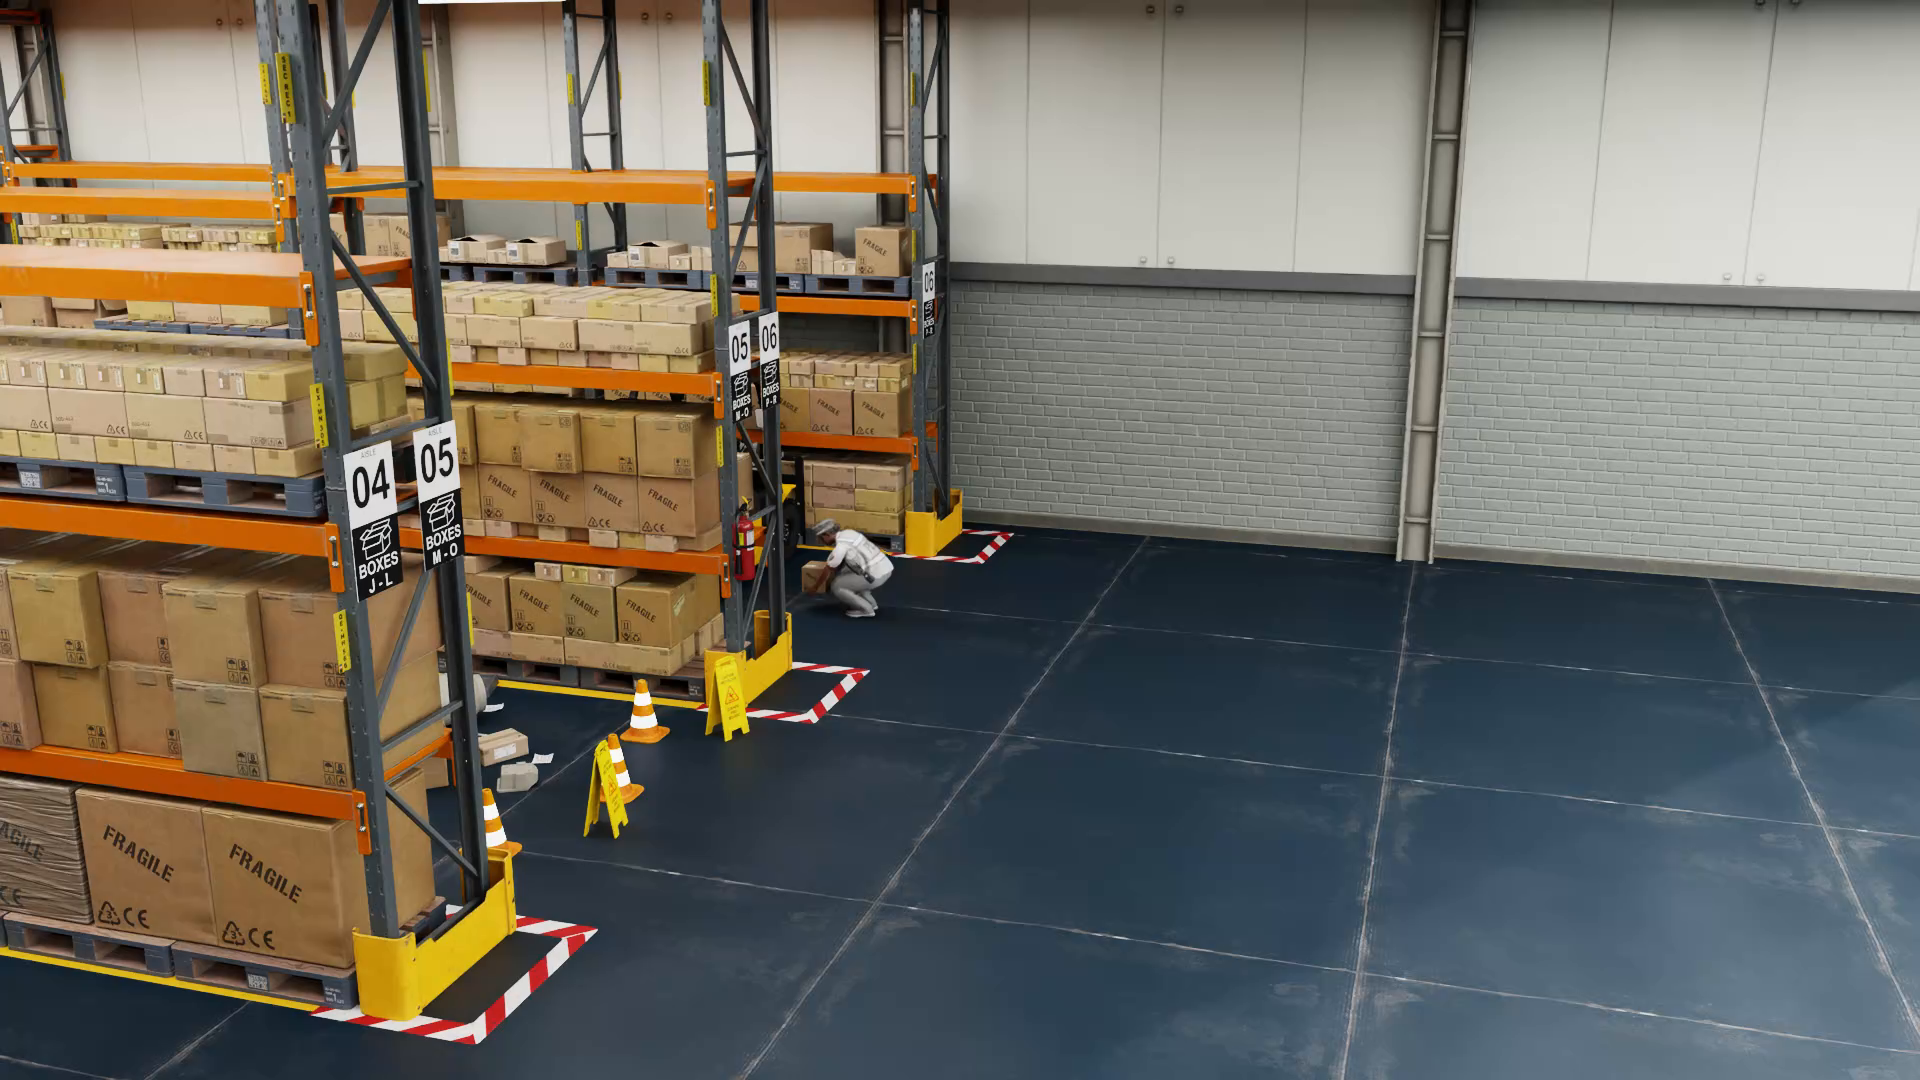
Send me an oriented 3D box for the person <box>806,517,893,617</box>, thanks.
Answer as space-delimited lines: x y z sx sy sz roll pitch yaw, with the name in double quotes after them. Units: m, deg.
-1.087 0.254 16.383 0.853 0.967 0.471 4 16 15 "person"
